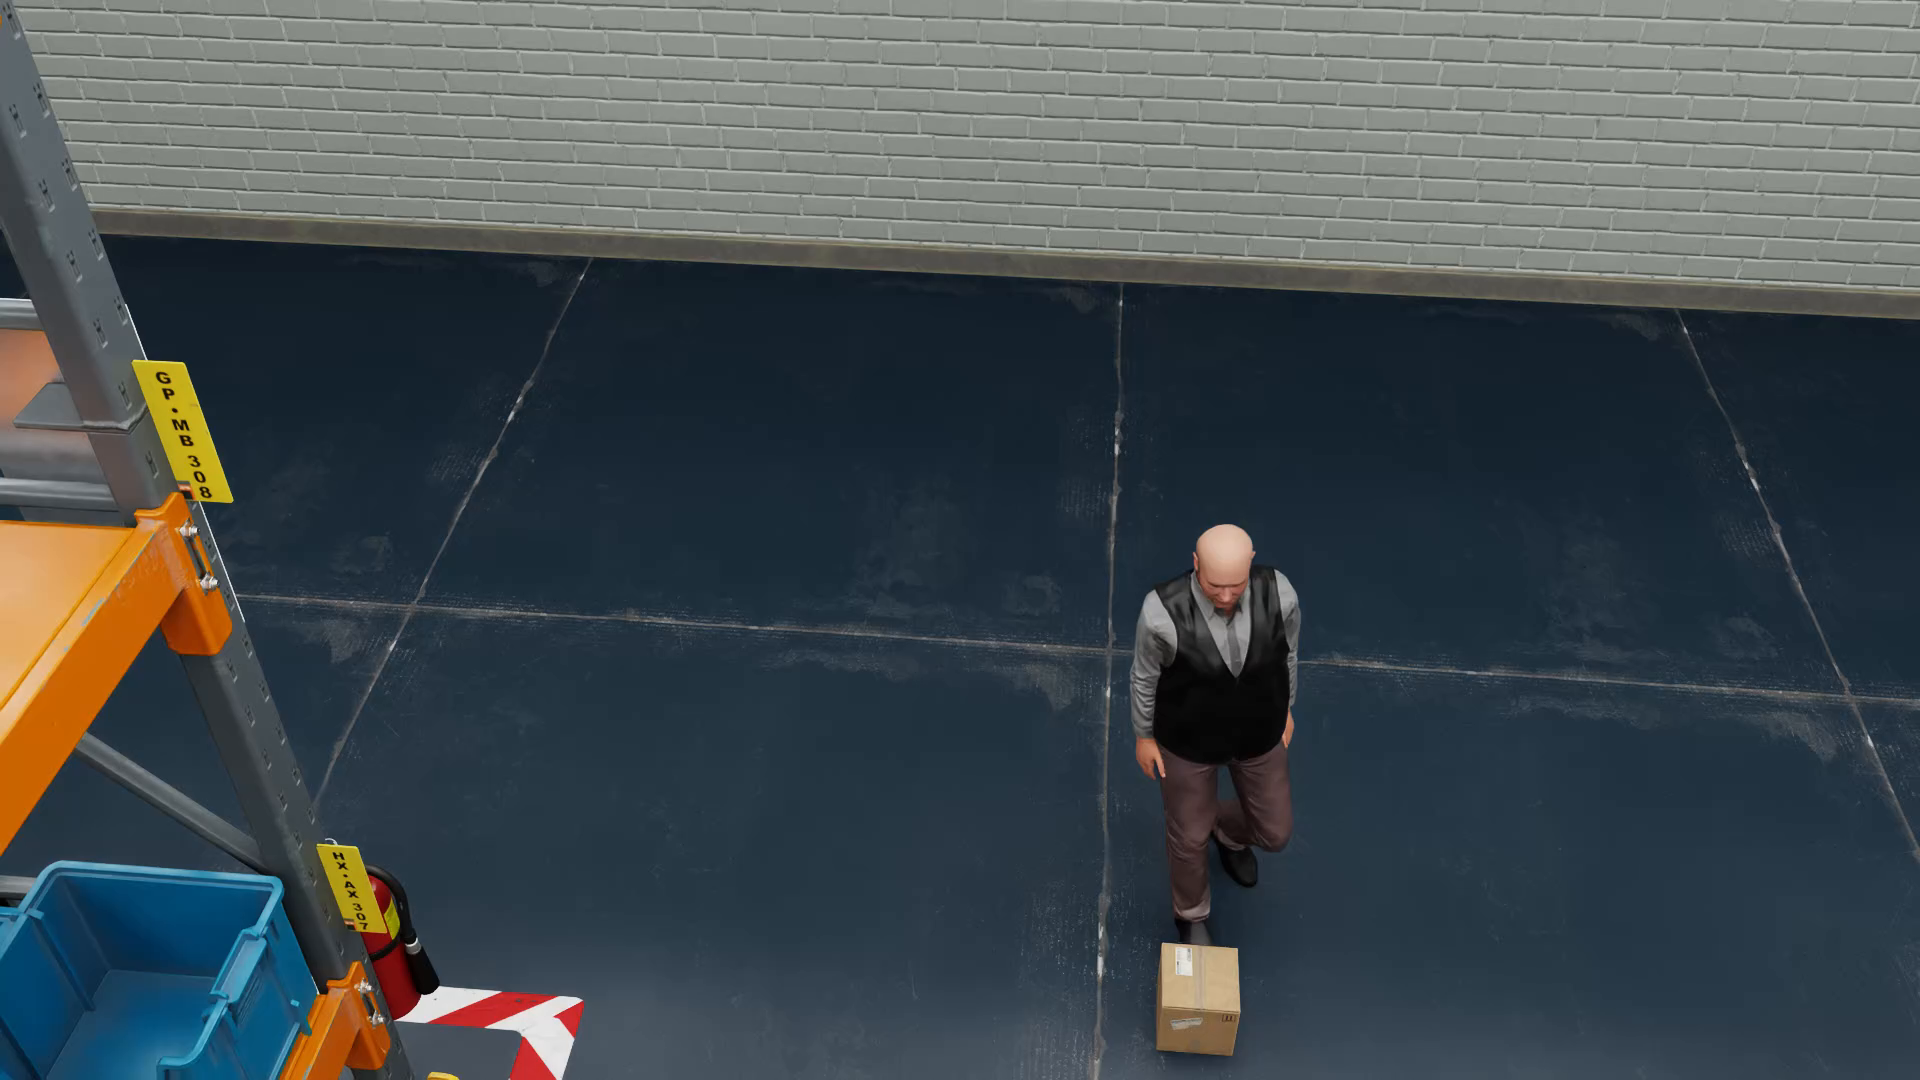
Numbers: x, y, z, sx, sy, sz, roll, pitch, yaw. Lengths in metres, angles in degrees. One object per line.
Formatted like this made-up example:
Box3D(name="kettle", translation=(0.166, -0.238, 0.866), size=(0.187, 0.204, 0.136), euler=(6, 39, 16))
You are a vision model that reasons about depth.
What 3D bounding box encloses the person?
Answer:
Box3D(name="person", translation=(0.833, 0.672, 5.339), size=(0.570, 1.719, 0.498), euler=(-5, 40, -6))
